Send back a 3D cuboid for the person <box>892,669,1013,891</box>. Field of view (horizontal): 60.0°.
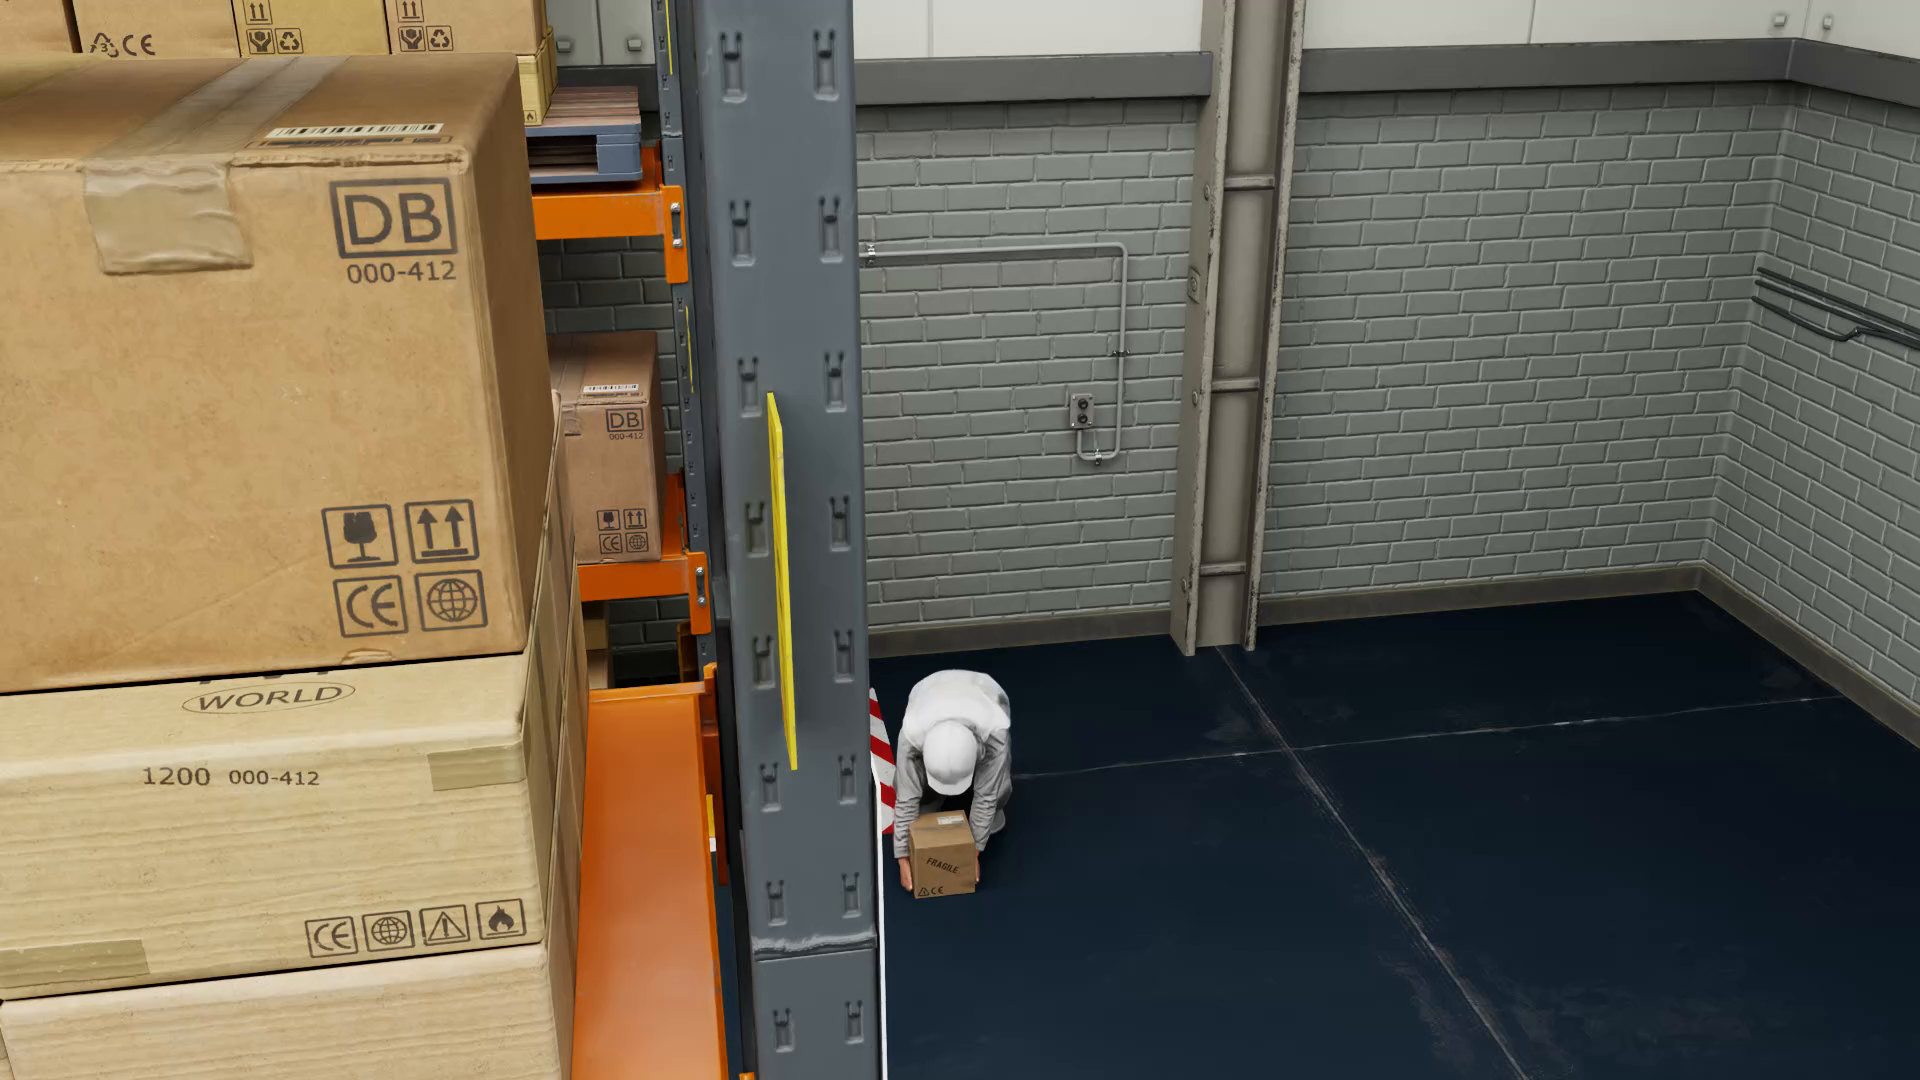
[{"bbox_3d":[-0.025,0.984,7.125,0.520,0.836,0.970,4,23,9],"label":"person"}]
